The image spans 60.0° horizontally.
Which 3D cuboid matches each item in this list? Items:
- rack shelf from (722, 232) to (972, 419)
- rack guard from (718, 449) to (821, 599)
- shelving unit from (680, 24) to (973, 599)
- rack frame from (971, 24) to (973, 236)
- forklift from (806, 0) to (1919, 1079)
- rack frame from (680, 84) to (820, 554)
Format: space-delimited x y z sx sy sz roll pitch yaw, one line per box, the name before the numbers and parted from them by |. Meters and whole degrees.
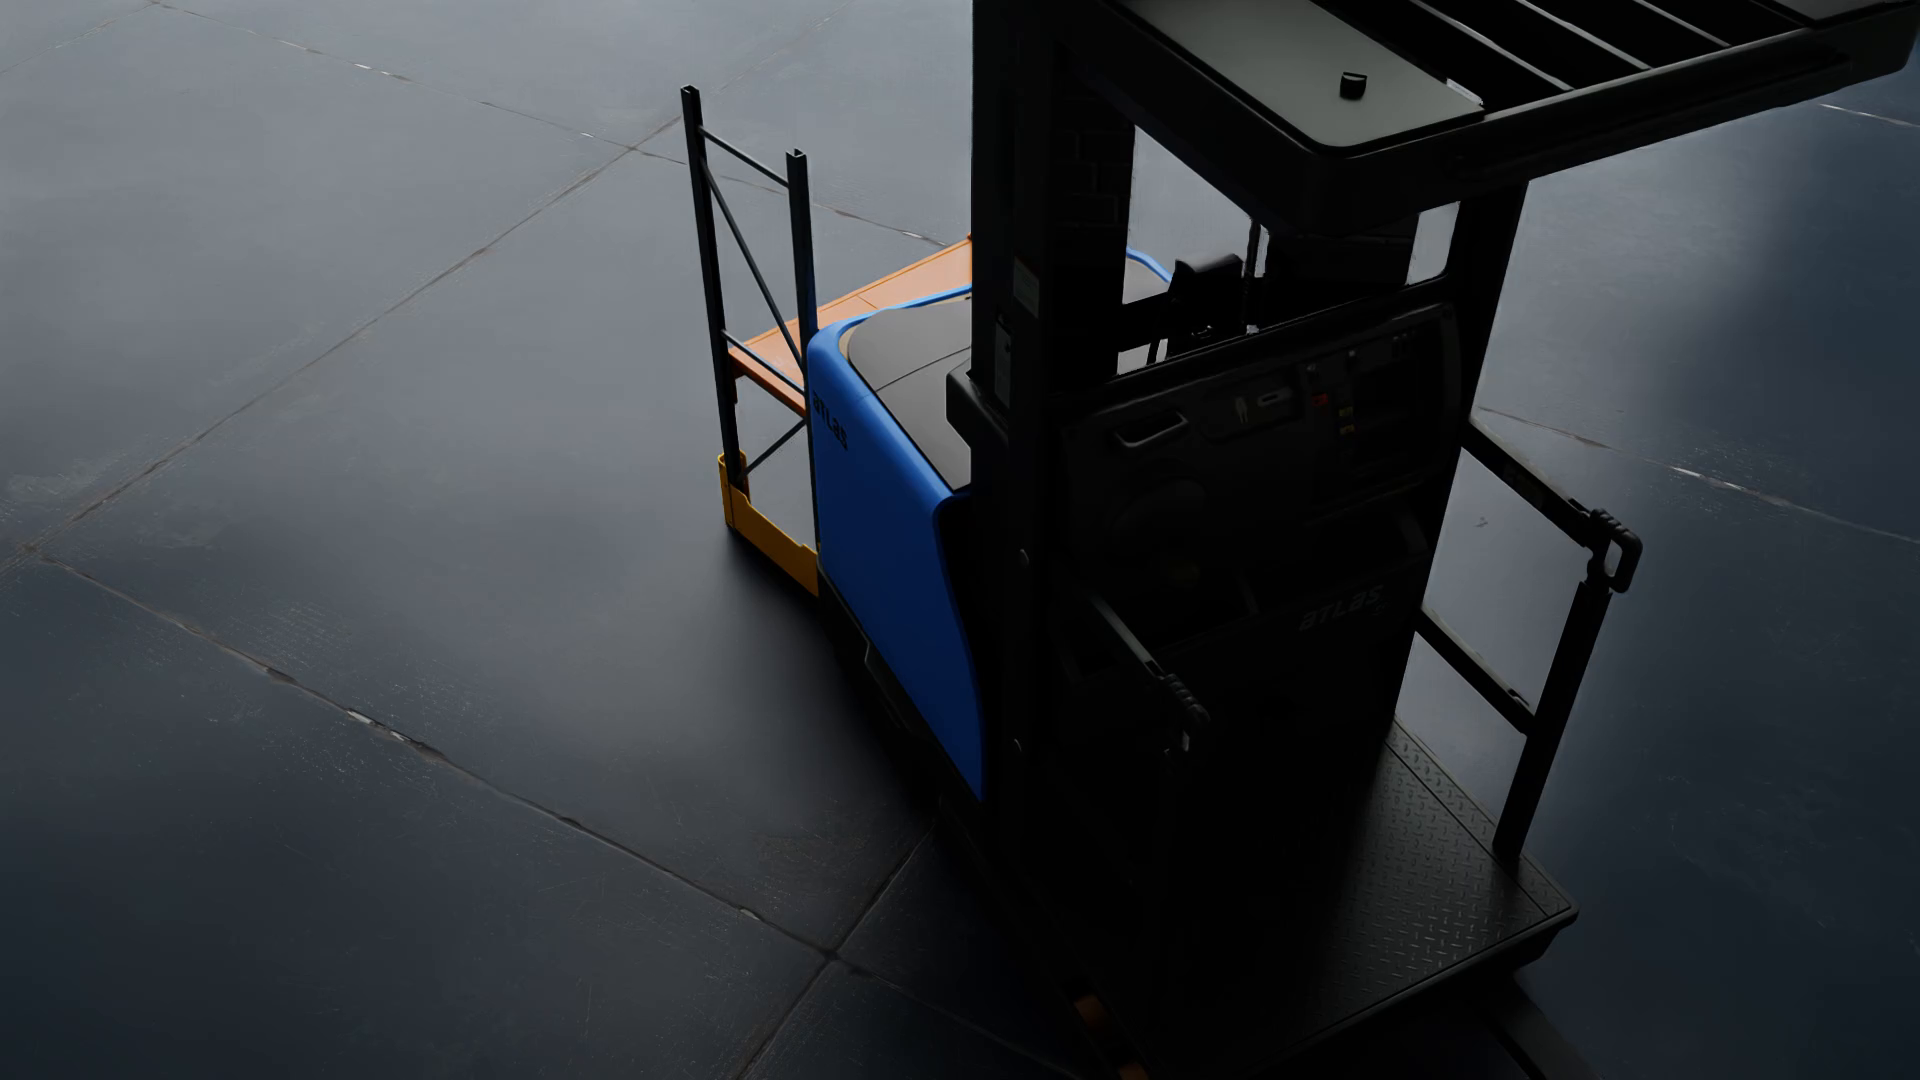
rack shelf | -0.169 -0.582 5.048 1.000 0.185 0.538 -30 50 -30
rack guard | -0.536 -0.034 5.099 0.087 0.250 0.587 -30 50 -30
shelving unit | -0.162 -0.720 4.933 1.083 1.500 0.587 -30 50 -30
rack frame | 0.213 -0.939 5.181 0.032 1.500 0.500 -30 50 -30
forklift | 0.712 -0.112 3.160 1.130 2.935 3.031 -19 45 -20
rack frame | -0.550 -0.495 4.677 0.032 1.500 0.500 -30 50 -30
